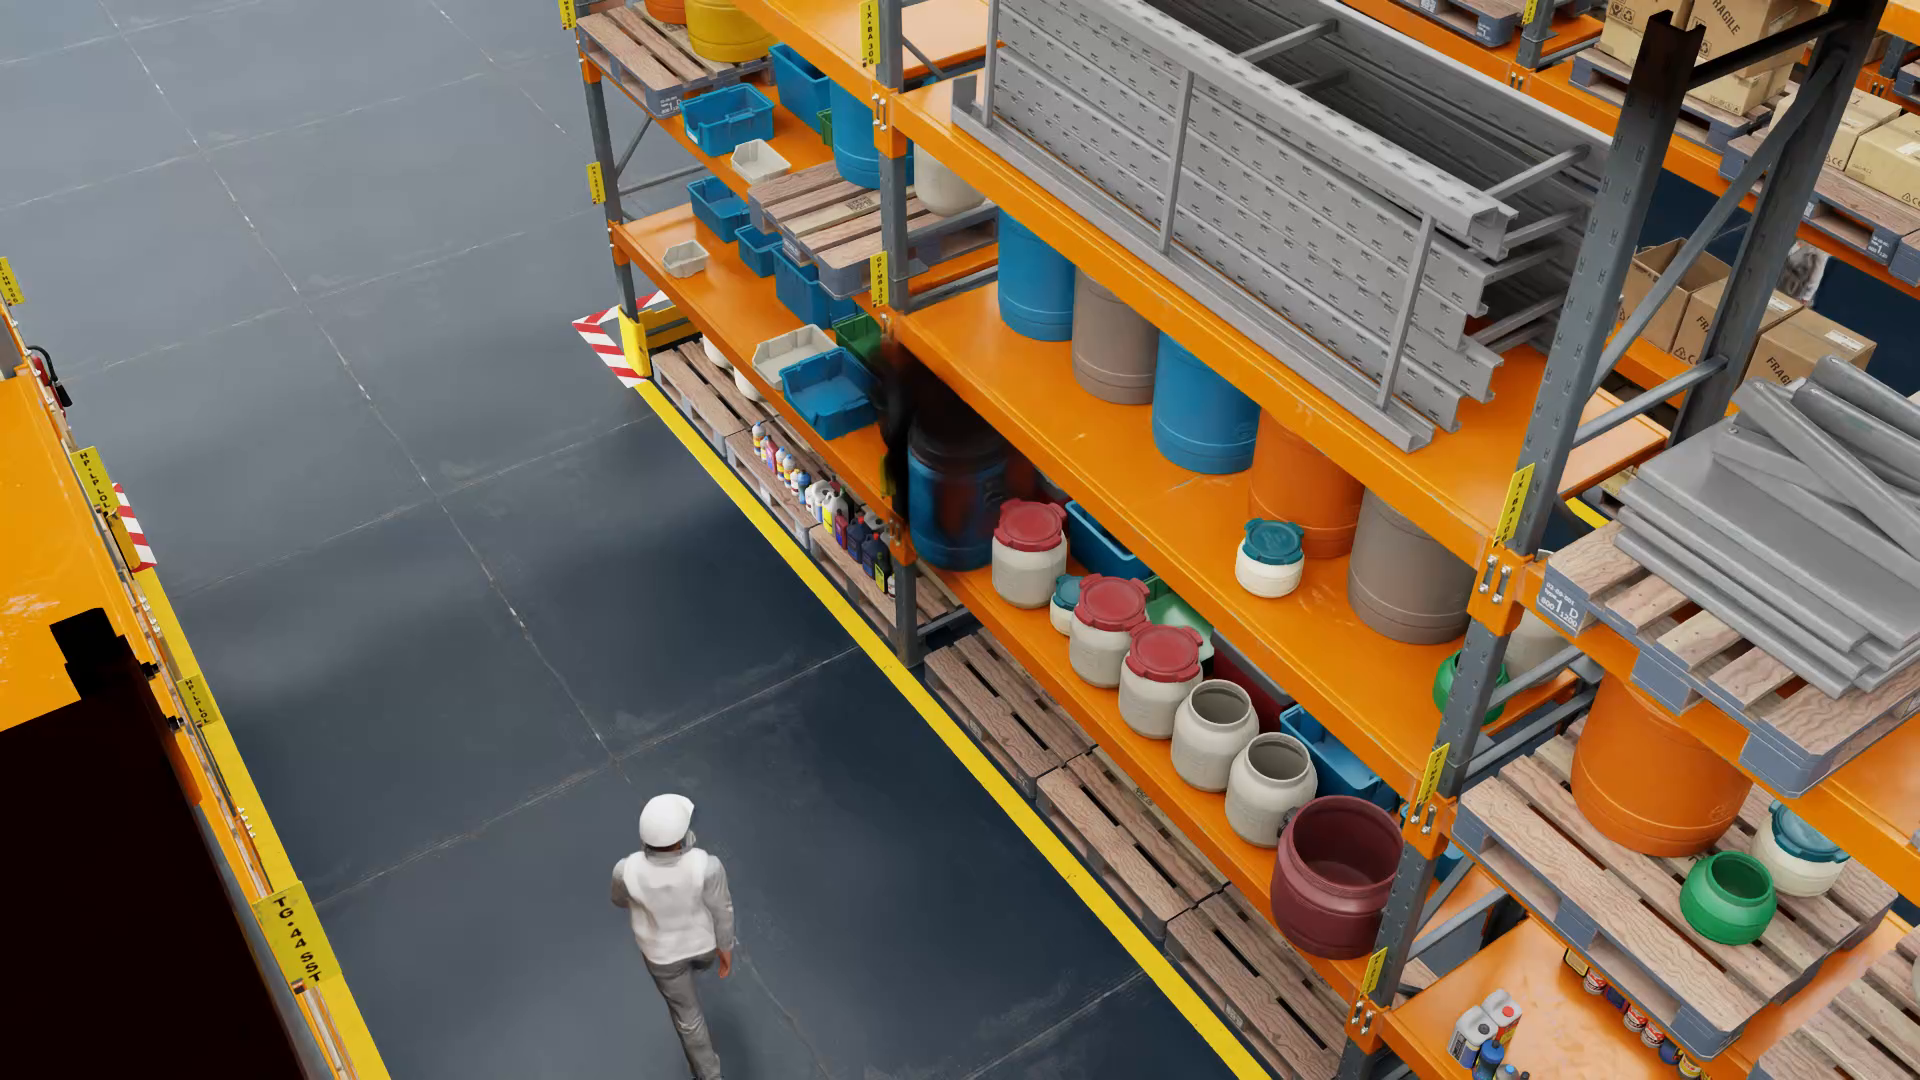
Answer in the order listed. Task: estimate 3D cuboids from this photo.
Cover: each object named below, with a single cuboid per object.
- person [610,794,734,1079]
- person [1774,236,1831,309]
[{"bbox_3d":[-1.387,1.829,8.033,0.523,1.719,1.020,-16,45,-16],"label":"person"},{"bbox_3d":[6.207,-1.830,12.603,0.511,1.617,0.442,8,43,8],"label":"person"}]
